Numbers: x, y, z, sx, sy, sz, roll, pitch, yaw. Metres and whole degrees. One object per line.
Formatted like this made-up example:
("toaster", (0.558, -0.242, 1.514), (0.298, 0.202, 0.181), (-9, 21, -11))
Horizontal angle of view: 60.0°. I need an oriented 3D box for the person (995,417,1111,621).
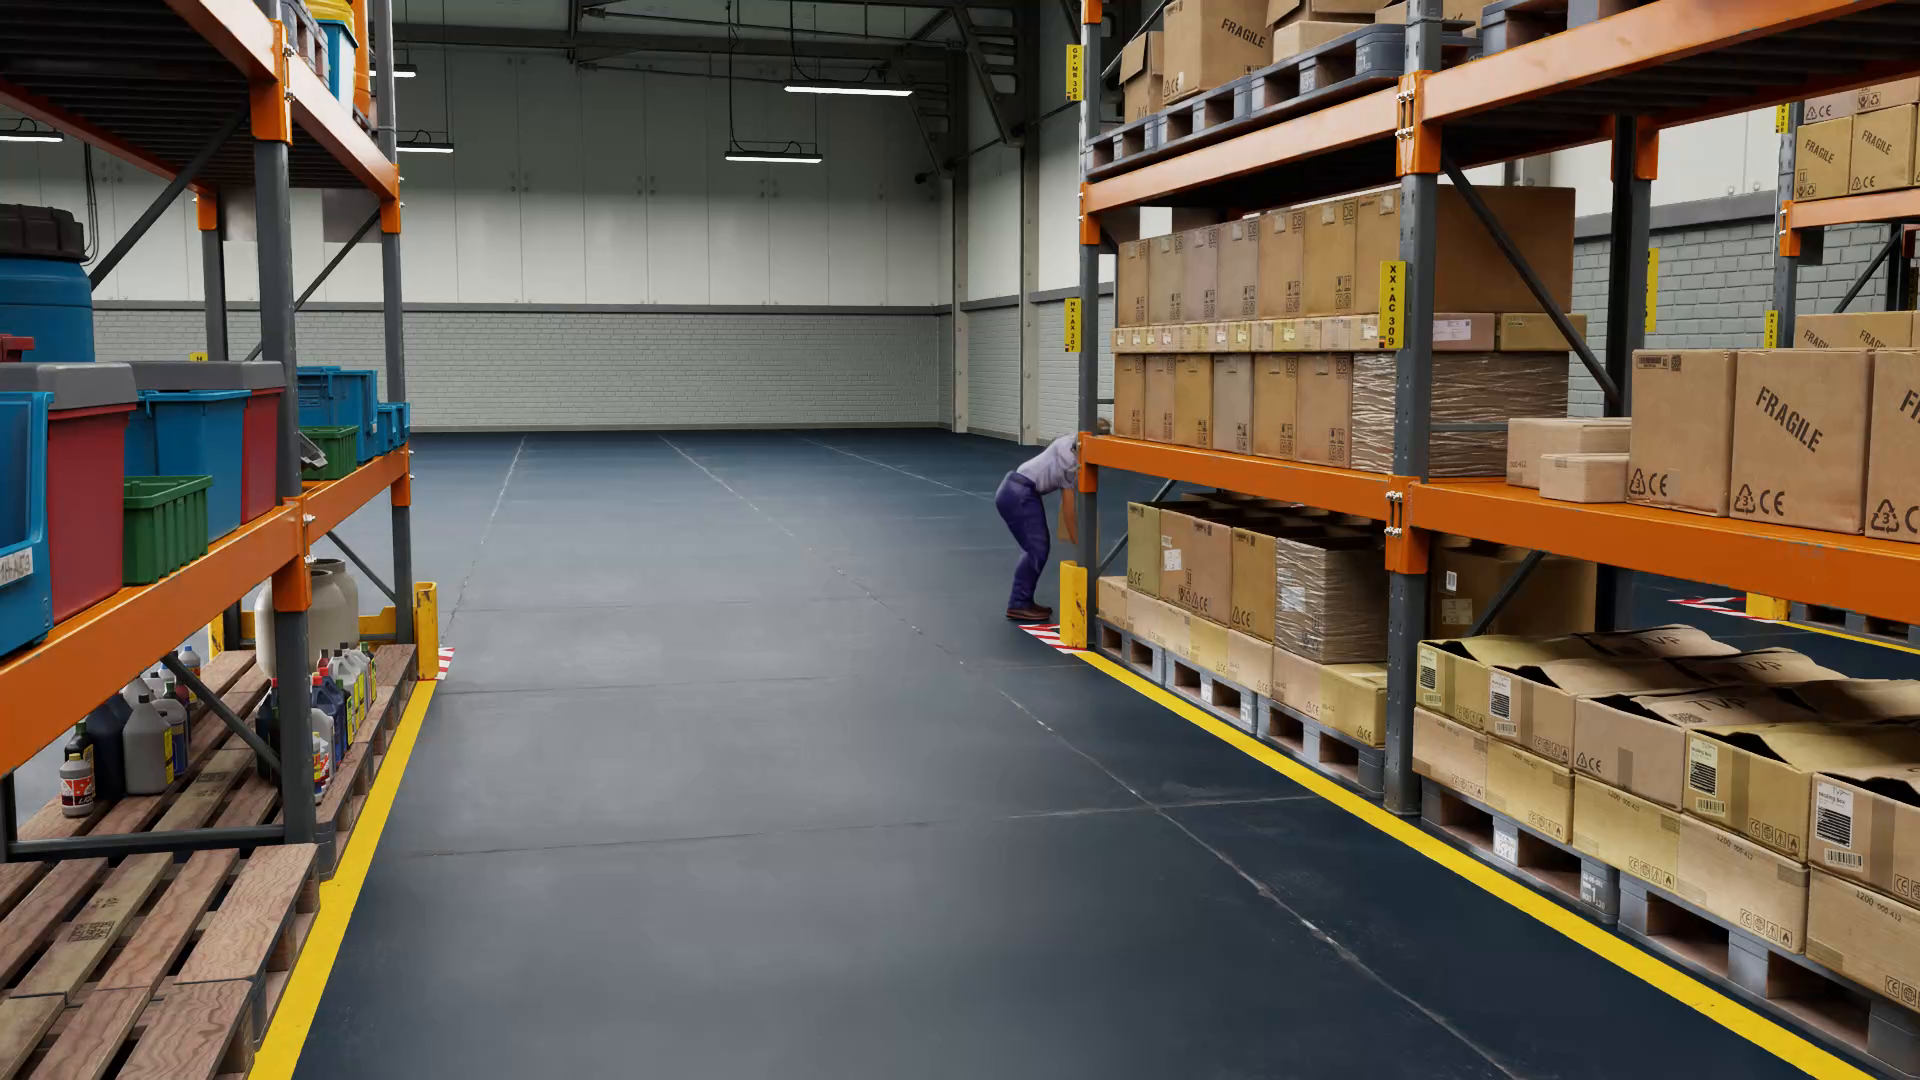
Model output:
("person", (0.637, -0.149, 11.396), (0.783, 1.378, 0.451), (1, 6, 5))
